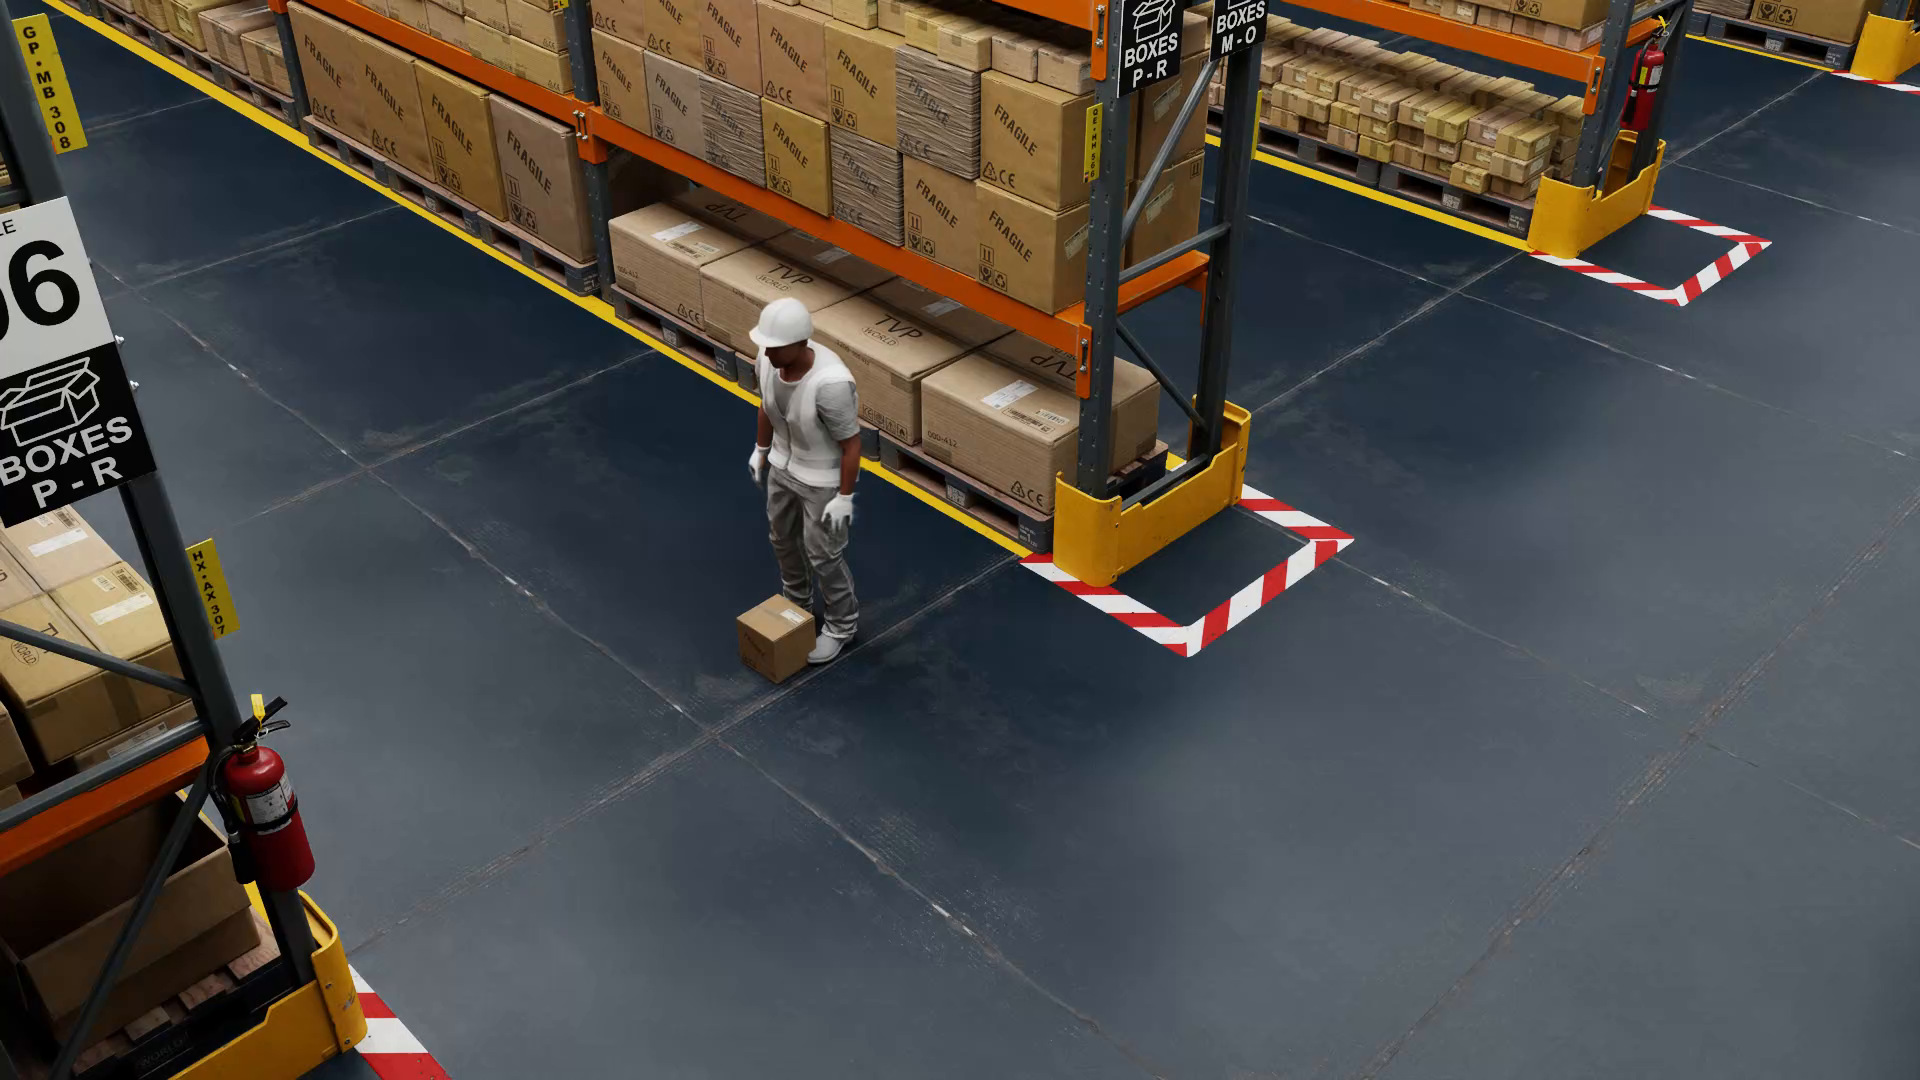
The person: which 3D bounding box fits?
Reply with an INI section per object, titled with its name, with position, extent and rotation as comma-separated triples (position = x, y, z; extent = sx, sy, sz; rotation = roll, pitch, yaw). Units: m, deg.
[person]
position = -0.679, -0.274, 7.247
extent = 0.617, 1.774, 0.450
rotation = 30, 45, 35
